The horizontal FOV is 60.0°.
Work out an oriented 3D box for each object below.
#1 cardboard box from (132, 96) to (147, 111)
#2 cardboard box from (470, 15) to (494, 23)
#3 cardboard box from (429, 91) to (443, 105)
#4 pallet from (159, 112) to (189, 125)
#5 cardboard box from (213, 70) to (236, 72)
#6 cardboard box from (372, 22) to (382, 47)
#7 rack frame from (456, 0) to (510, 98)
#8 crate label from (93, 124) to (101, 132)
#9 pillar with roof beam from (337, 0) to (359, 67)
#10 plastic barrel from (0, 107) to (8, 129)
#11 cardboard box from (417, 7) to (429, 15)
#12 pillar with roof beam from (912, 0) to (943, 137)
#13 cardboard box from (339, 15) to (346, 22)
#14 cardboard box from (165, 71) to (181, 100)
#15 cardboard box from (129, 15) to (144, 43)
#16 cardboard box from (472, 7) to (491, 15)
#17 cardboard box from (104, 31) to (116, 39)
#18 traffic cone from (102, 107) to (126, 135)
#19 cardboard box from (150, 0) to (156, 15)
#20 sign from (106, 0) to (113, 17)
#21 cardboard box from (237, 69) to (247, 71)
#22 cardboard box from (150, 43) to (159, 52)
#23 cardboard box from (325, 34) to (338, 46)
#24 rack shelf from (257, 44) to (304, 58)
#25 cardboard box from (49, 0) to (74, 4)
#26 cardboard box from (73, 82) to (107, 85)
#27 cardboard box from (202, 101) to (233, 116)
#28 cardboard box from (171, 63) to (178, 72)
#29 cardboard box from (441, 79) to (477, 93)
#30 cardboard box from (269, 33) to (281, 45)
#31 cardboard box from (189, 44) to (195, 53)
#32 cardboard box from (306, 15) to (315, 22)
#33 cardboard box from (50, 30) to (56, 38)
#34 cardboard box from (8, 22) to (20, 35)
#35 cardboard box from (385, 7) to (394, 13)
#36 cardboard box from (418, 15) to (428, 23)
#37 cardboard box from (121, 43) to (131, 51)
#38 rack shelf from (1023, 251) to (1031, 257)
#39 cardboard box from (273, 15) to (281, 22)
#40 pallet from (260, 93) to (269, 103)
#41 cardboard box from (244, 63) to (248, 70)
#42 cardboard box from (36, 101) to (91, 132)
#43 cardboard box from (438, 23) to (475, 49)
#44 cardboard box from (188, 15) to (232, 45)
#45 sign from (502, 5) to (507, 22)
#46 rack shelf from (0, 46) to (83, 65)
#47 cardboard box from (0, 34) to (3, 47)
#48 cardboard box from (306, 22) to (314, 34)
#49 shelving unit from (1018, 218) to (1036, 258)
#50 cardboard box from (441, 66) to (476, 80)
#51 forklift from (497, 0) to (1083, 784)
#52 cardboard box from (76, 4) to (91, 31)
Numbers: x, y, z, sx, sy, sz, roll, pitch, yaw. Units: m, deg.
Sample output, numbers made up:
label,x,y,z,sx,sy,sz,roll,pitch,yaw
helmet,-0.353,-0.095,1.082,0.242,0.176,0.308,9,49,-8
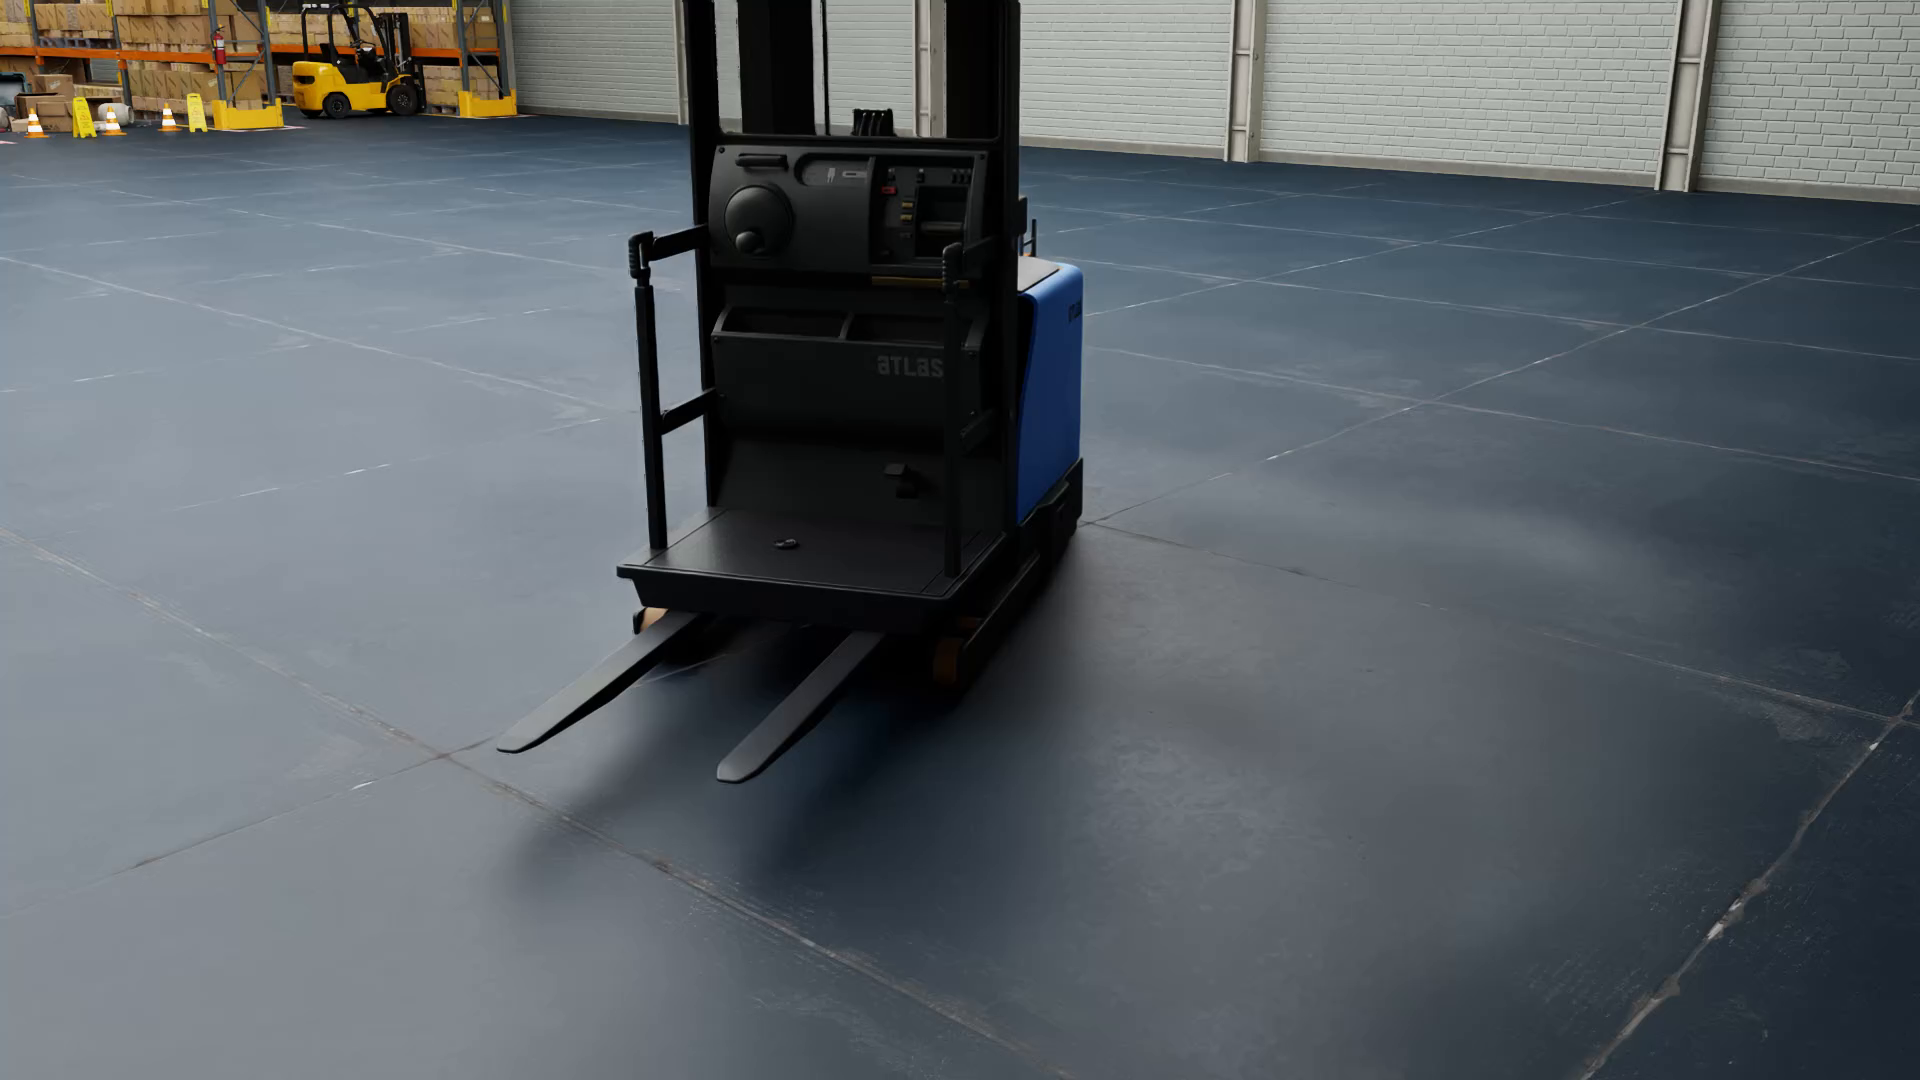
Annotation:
label,x,y,z,sx,sy,sz,roll,pitch,yaw
cardboard box,-15.594,-8.431,32.072,0.500,0.250,0.500,14,22,37
cardboard box,-9.654,-10.526,33.582,0.250,0.149,0.380,14,23,38
cardboard box,-10.499,-9.057,34.041,0.500,0.250,0.500,15,23,39
pallet,-14.413,-8.021,31.535,1.213,0.211,1.003,15,23,39
cardboard box,-13.696,-8.499,31.043,0.500,0.500,0.500,14,22,37
cardboard box,-12.005,-10.644,35.026,0.500,0.500,0.500,16,23,40
rack frame,-9.572,-10.042,33.295,0.127,3.000,1.000,15,23,39
crate label,-15.154,-7.173,28.986,0.298,0.136,0.250,4,18,11
pillar with roof beam,-16.840,-13.476,34.198,0.400,9.000,9.100,15,23,39
plastic barrel,-17.199,-7.473,29.458,0.512,0.421,0.421,-3,18,-8
cardboard box,-10.804,-10.748,33.790,0.250,0.149,0.380,16,23,41
pillar with roof beam,-3.377,-9.862,22.810,0.400,9.000,9.100,15,23,39
cardboard box,-13.172,-11.268,35.921,0.250,0.149,0.380,15,23,38
cardboard box,-14.402,-8.474,30.966,0.500,0.500,0.500,14,23,38
cardboard box,-15.321,-9.664,31.447,0.500,0.500,0.500,15,23,39
cardboard box,-9.682,-10.656,33.502,0.250,0.149,0.380,14,23,38
cardboard box,-16.424,-9.843,32.388,0.250,0.149,0.380,15,23,40
traffic cone,-14.524,-7.184,28.484,0.334,0.463,0.336,15,23,39
cardboard box,-14.495,-9.952,30.700,0.500,0.500,0.700,15,23,39
sign,-16.222,-10.147,31.712,0.005,0.325,0.100,15,23,39
cardboard box,-16.775,-10.901,39.439,0.500,0.500,0.500,16,24,42
cardboard box,-14.883,-9.207,31.079,0.250,0.149,0.380,15,23,40
cardboard box,-13.494,-10.915,36.295,0.500,0.250,0.500,15,23,39
rack shelf,-17.052,-11.707,39.731,4.000,0.370,1.077,15,23,39
cardboard box,-19.054,-11.203,35.136,0.500,0.500,0.500,14,22,37
cardboard box,-18.432,-9.357,34.785,0.625,0.372,0.950,13,22,36
cardboard box,-13.665,-7.914,30.442,0.500,0.250,0.500,15,23,39
cardboard box,-14.337,-8.739,30.730,0.250,0.149,0.380,16,24,42
cardboard box,-10.144,-9.197,33.657,0.500,0.250,0.500,15,23,39
cardboard box,-15.386,-11.433,37.924,0.500,0.250,0.500,15,23,39
cardboard box,-13.726,-8.907,30.135,0.250,0.149,0.380,15,23,38
cardboard box,-14.192,-11.506,36.670,0.250,0.149,0.380,14,23,38
cardboard box,-18.365,-10.368,34.043,0.250,0.149,0.380,13,22,36
cardboard box,-19.764,-10.833,35.210,0.500,0.250,0.500,14,23,38
cardboard box,-11.734,-11.011,34.617,0.250,0.149,0.380,15,23,38
cardboard box,-10.791,-10.611,33.850,0.250,0.149,0.380,14,22,38
cardboard box,-15.833,-9.466,31.895,0.250,0.149,0.380,15,23,39
rack shelf,0.037,-1.097,6.786,0.480,0.148,0.258,5,18,15
cardboard box,-15.312,-11.821,37.664,0.250,0.149,0.380,16,23,40
pallet,-16.089,-10.478,39.278,1.213,0.211,1.003,15,23,39
cardboard box,-16.653,-11.182,39.253,0.250,0.149,0.380,16,24,41
cardboard box,-15.858,-7.508,29.438,0.637,0.503,0.797,0,18,2
cardboard box,-10.115,-10.129,33.404,0.500,0.500,0.500,14,23,38
cardboard box,-13.453,-9.154,29.841,0.500,0.500,0.500,15,23,38
sign,-9.199,-10.617,33.544,0.005,0.325,0.100,15,23,39
rack shelf,-20.344,-10.583,36.190,4.000,0.370,1.077,15,23,39
cardboard box,-20.557,-10.796,35.918,0.500,0.250,0.500,15,23,38
cardboard box,-14.234,-11.364,36.882,0.500,0.250,0.500,15,23,40
shelving unit,0.037,-0.723,6.905,0.503,1.200,0.258,5,18,15
cardboard box,-10.124,-9.430,33.565,0.500,0.250,0.500,16,24,41
forklift,-0.421,-1.065,5.123,1.130,2.935,3.031,5,18,16
cardboard box,-17.107,-10.356,32.934,0.500,0.500,0.500,16,24,41
